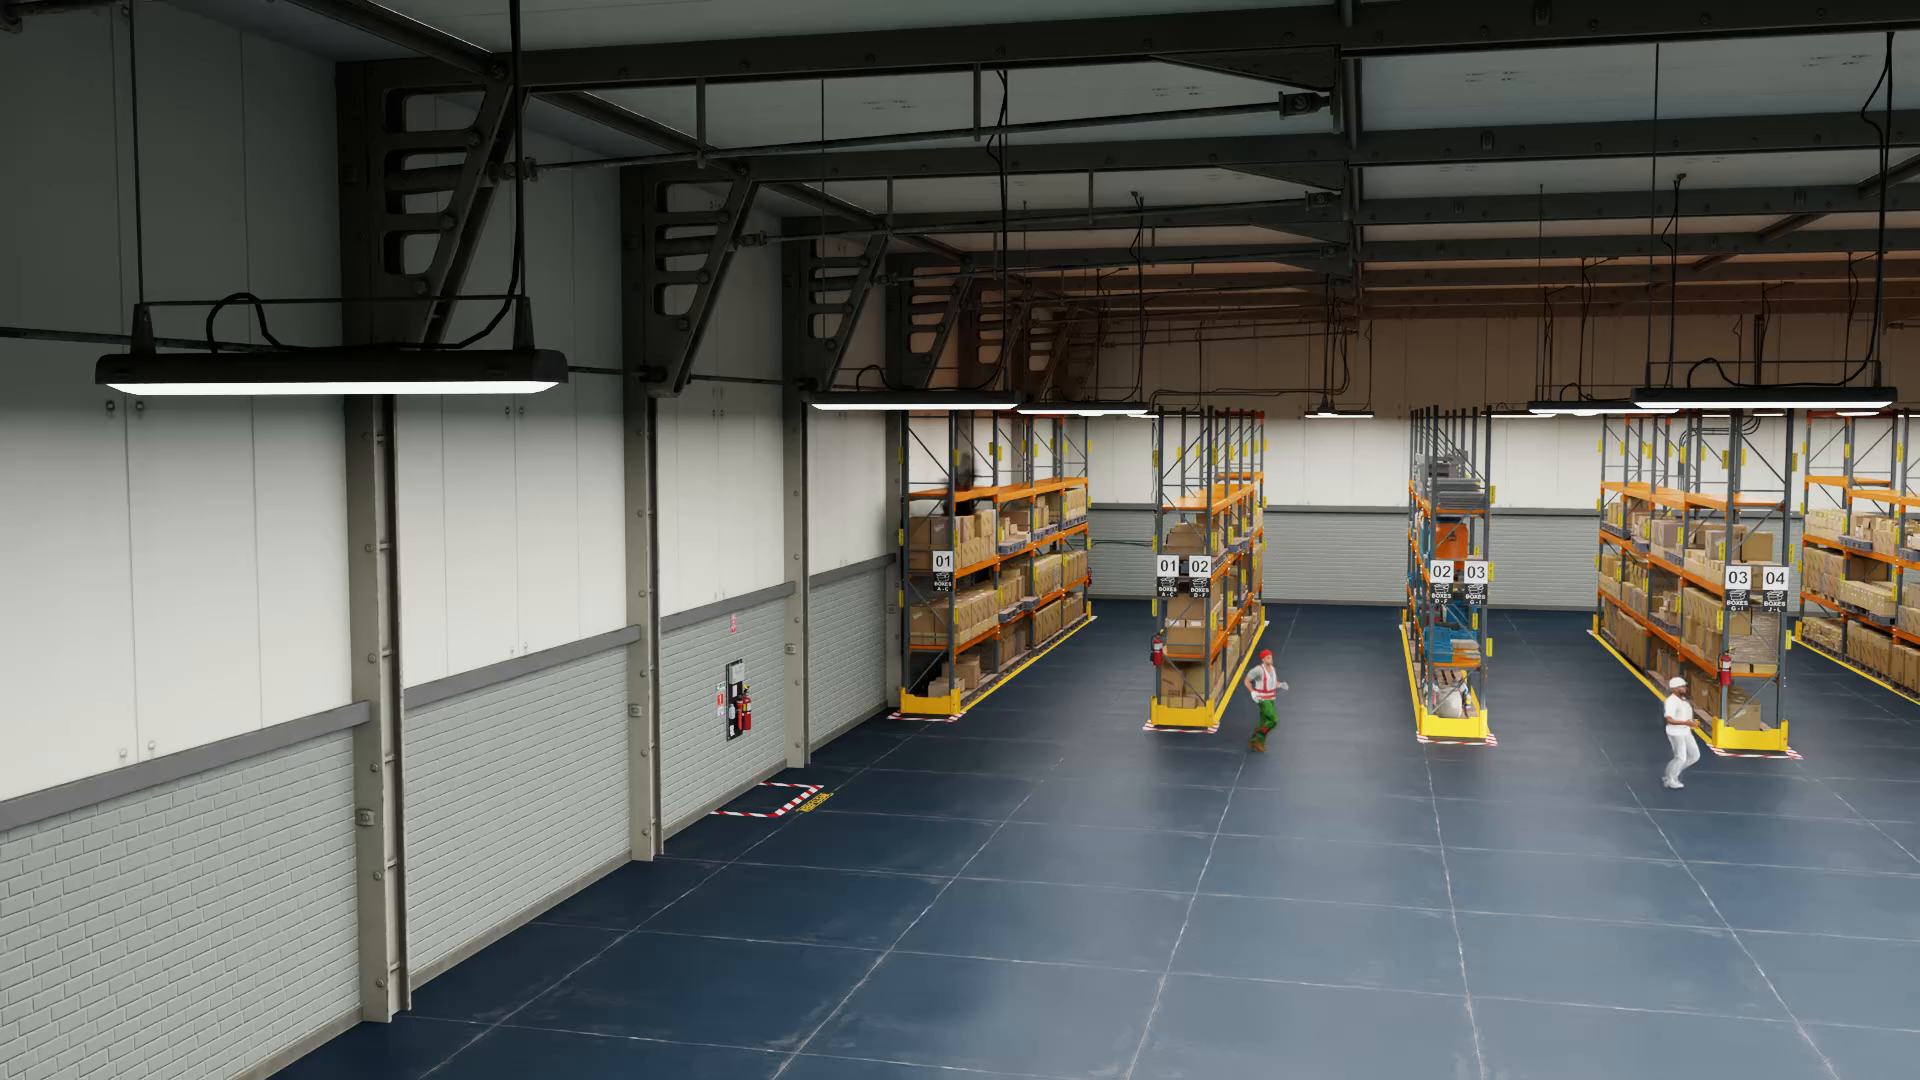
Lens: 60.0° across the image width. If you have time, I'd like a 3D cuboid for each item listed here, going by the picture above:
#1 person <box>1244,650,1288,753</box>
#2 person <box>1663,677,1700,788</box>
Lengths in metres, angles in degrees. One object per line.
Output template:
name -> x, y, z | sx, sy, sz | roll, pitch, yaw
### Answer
person -> 5.320, 2.778, 28.722 | 0.670, 1.774, 0.624 | 4, 6, 43
person -> 11.213, 2.995, 25.799 | 0.600, 1.724, 0.685 | 4, 6, 45
